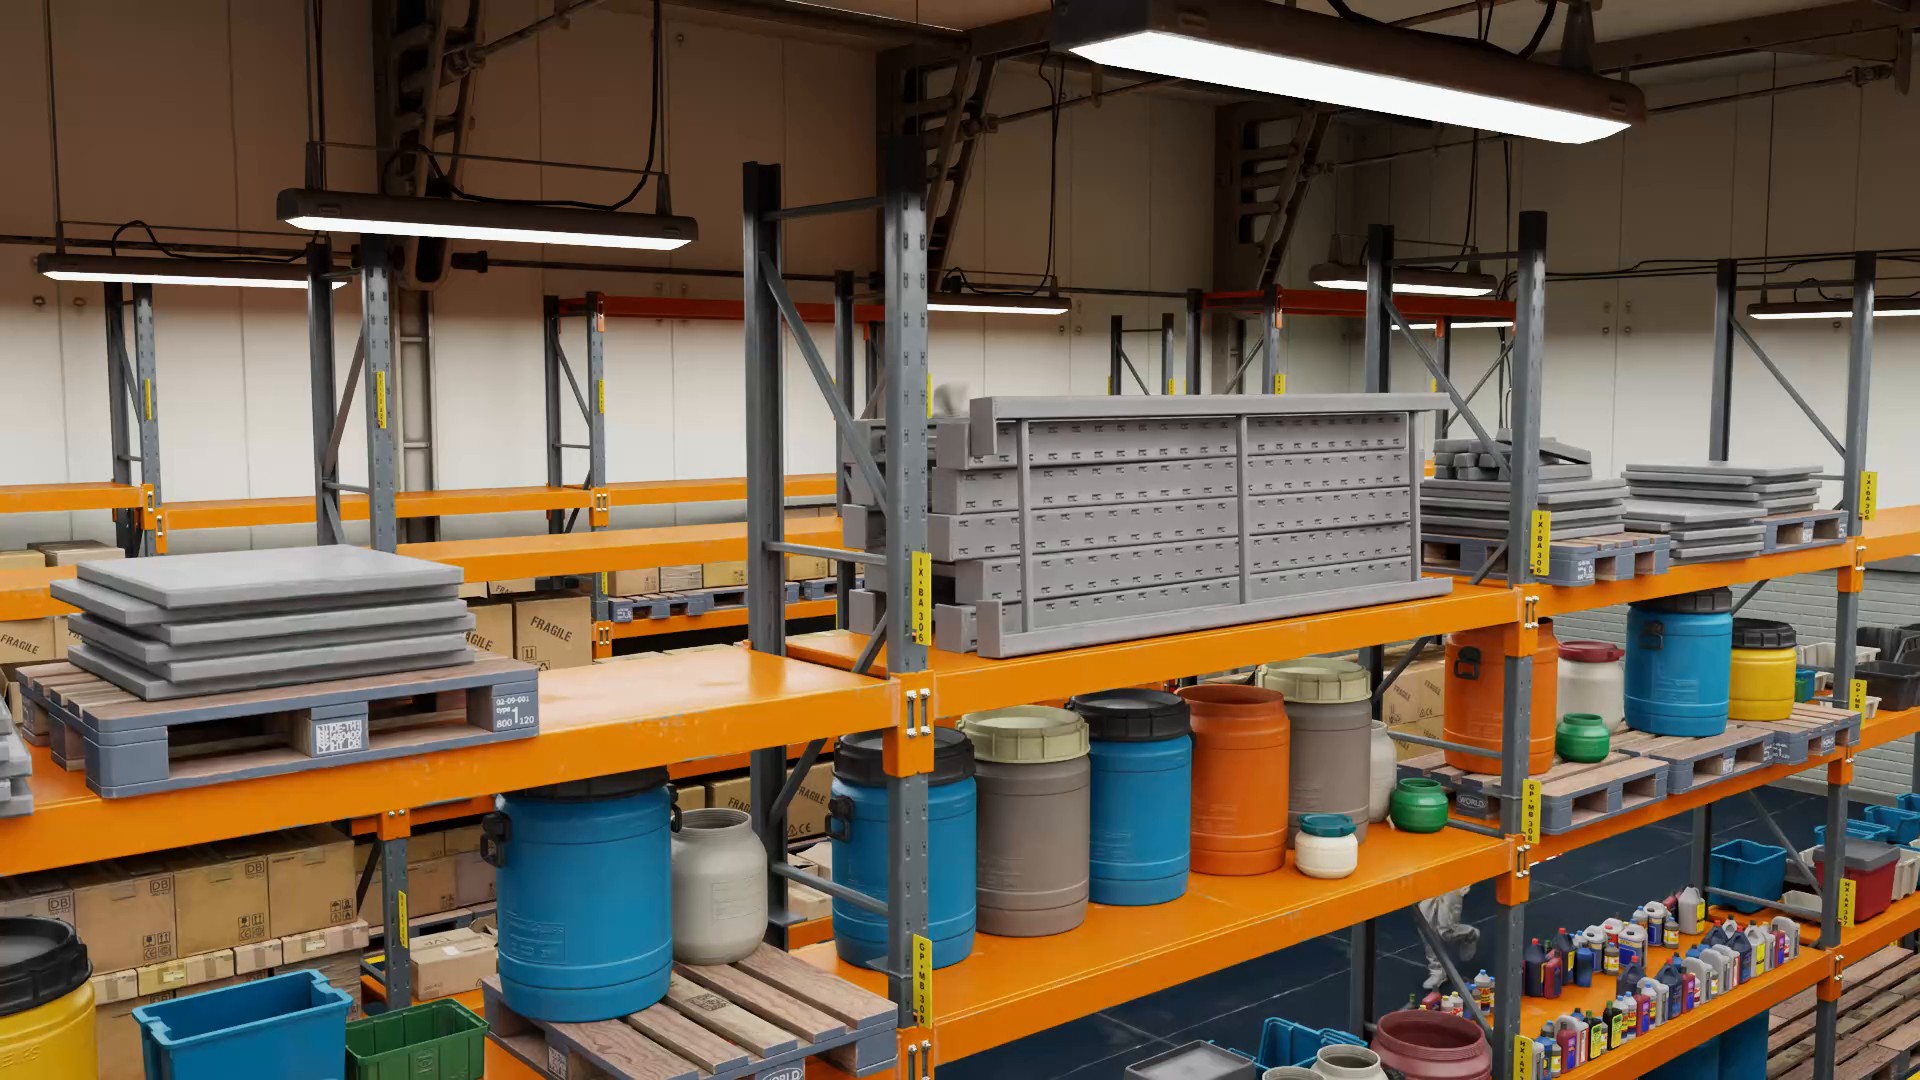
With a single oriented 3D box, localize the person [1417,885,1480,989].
[{"bbox_3d":[4.182,2.936,14.270,0.663,1.744,0.682,-5,8,-43],"label":"person"}]
